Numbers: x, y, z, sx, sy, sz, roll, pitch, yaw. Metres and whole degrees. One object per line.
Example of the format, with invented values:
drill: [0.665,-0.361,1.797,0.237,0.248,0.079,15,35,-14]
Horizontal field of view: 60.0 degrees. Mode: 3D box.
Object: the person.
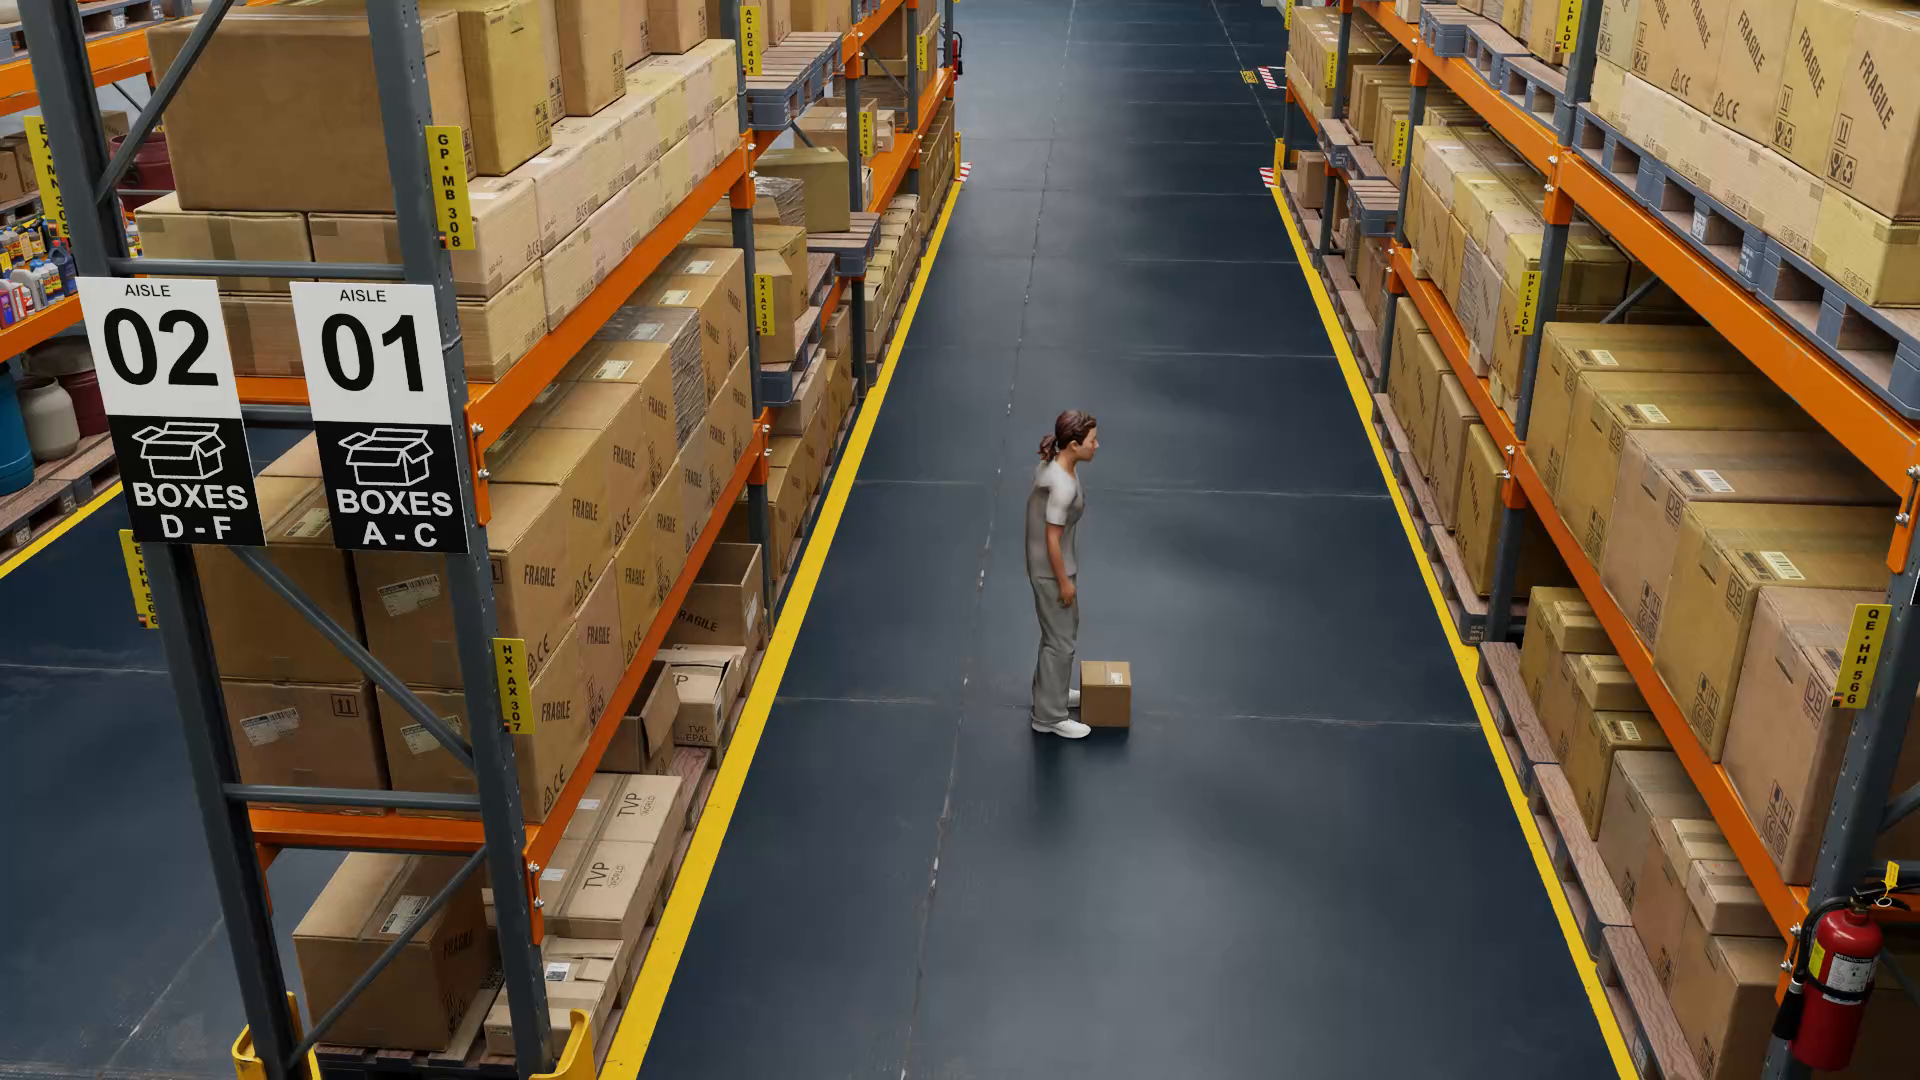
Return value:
person: [0.505,0.146,8.287,0.347,1.673,0.490,2,25,4]
